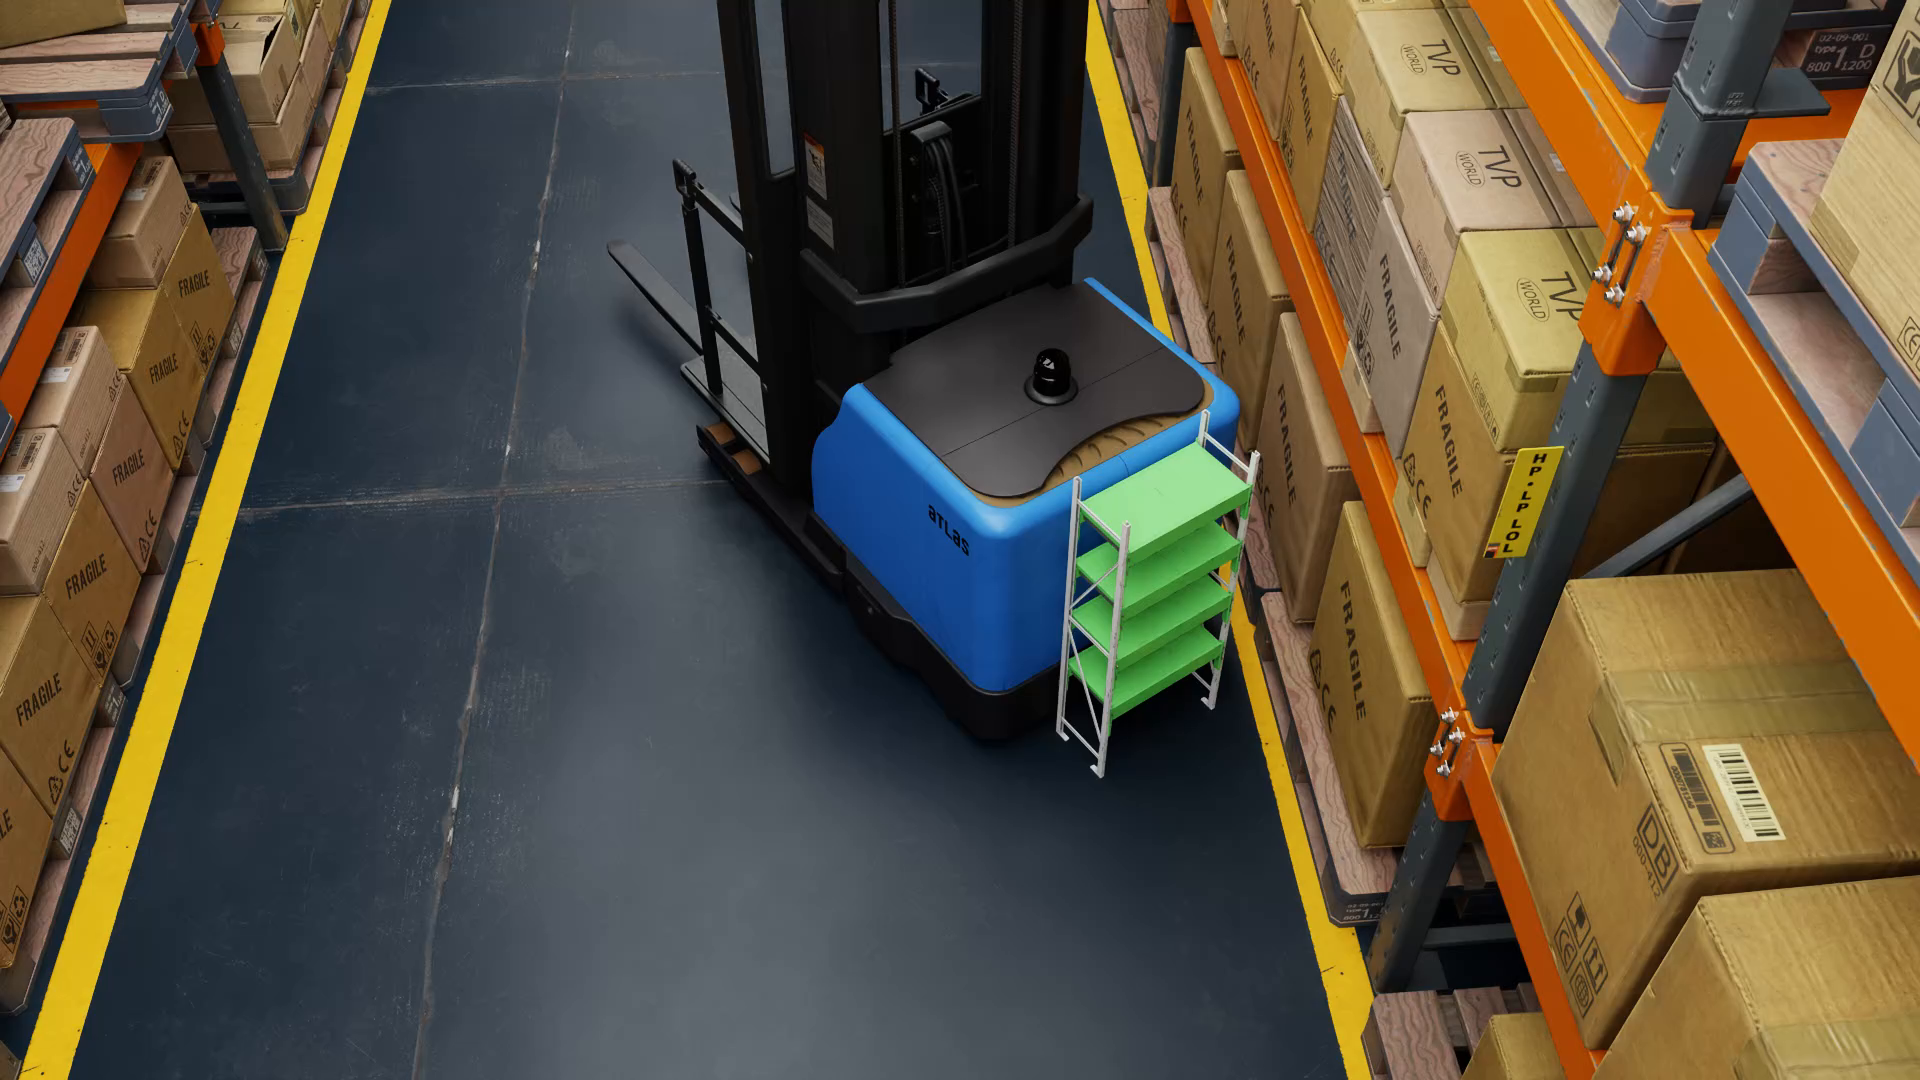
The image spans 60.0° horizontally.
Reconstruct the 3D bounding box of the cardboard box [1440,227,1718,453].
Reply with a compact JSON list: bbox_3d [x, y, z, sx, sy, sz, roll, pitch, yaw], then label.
[{"bbox_3d":[1.437,-0.468,3.824,0.500,0.250,0.500,-2,47,-2],"label":"cardboard box"}]

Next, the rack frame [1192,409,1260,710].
[{"bbox_3d":[0.797,0.096,5.333,0.015,1.200,0.240,-28,52,-24],"label":"rack frame"}]

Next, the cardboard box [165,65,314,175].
[{"bbox_3d":[-3.291,-1.931,7.617,0.500,0.250,0.500,-4,47,-3],"label":"cardboard box"}]

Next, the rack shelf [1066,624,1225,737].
[{"bbox_3d":[0.599,0.408,5.455,0.480,0.148,0.258,-28,52,-24],"label":"rack shelf"}]

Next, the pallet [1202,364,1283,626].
[{"bbox_3d":[1.486,-0.224,6.317,1.003,0.211,1.213,-3,47,-3],"label":"pallet"}]

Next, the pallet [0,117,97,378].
[{"bbox_3d":[-3.372,-0.862,5.133,1.003,0.211,1.213,-3,47,-3],"label":"pallet"}]

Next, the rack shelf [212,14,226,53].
[{"bbox_3d":[-3.707,-3.535,8.027,1.077,0.370,4.000,-3,47,-3],"label":"rack shelf"}]

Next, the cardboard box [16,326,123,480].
[{"bbox_3d":[-3.129,-0.442,5.505,0.500,0.250,0.500,-4,47,-4],"label":"cardboard box"}]

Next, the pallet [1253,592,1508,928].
[{"bbox_3d":[1.592,0.660,5.479,1.003,0.211,1.213,-3,47,-3],"label":"pallet"}]

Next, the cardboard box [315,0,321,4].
[{"bbox_3d":[-3.384,-2.872,8.123,0.500,0.311,0.500,-5,47,-4],"label":"cardboard box"}]

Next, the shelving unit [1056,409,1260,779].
[{"bbox_3d":[0.599,0.199,5.235,0.503,1.200,0.258,-28,52,-24],"label":"shelving unit"}]

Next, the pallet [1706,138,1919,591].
[{"bbox_3d":[1.789,-0.153,2.324,1.003,0.211,1.213,-3,47,-3],"label":"pallet"}]

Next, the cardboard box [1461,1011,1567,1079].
[{"bbox_3d":[1.692,1.518,4.179,0.700,0.500,0.500,-3,47,-3],"label":"cardboard box"}]

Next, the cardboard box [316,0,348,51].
[{"bbox_3d":[-3.383,-2.670,8.317,0.500,0.250,0.500,-5,47,-4],"label":"cardboard box"}]

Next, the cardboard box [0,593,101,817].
[{"bbox_3d":[-3.058,0.517,5.113,0.500,0.500,0.500,-3,47,-3],"label":"cardboard box"}]

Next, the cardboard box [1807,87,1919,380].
[{"bbox_3d":[1.526,-0.387,2.230,0.500,0.250,0.500,-4,47,-3],"label":"cardboard box"}]

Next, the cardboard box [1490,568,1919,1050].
[{"bbox_3d":[1.760,0.546,3.461,0.980,0.700,0.700,-3,47,-3],"label":"cardboard box"}]

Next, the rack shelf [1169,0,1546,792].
[{"bbox_3d":[1.564,-0.944,5.574,1.077,0.370,4.000,-3,47,-3],"label":"rack shelf"}]

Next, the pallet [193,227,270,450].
[{"bbox_3d":[-3.515,-0.834,6.894,1.003,0.211,1.213,-3,47,-3],"label":"pallet"}]

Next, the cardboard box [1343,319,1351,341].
[{"bbox_3d":[1.364,-0.632,4.942,0.380,0.149,0.250,-3,47,-3],"label":"cardboard box"}]

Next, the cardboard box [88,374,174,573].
[{"bbox_3d":[-3.134,-0.211,5.802,0.500,0.500,0.500,-5,47,-5],"label":"cardboard box"}]

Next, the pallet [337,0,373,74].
[{"bbox_3d":[-3.669,-2.855,8.808,1.003,0.211,1.213,-3,47,-3],"label":"pallet"}]

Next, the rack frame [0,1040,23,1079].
[{"bbox_3d":[-3.205,0.559,3.655,1.000,3.000,0.127,-3,47,-3],"label":"rack frame"}]

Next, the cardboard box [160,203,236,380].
[{"bbox_3d":[-3.227,-0.964,6.516,0.500,0.500,0.500,-2,47,-2],"label":"cardboard box"}]

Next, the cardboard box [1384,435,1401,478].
[{"bbox_3d":[1.399,-0.264,4.593,0.380,0.149,0.250,-2,47,-2],"label":"cardboard box"}]

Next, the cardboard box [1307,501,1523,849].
[{"bbox_3d":[1.547,0.388,5.008,0.750,0.750,0.750,-3,47,-3],"label":"cardboard box"}]

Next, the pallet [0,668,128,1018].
[{"bbox_3d":[-3.311,0.932,5.222,1.003,0.211,1.213,-3,47,-3],"label":"pallet"}]

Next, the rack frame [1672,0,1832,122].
[{"bbox_3d":[1.731,-1.808,1.764,1.000,3.000,0.127,-3,47,-3],"label":"rack frame"}]

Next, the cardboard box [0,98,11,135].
[{"bbox_3d":[-3.488,-1.392,5.144,0.700,0.500,0.500,4,47,4],"label":"cardboard box"}]

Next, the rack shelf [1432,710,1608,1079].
[{"bbox_3d":[1.899,1.950,2.833,1.077,0.370,4.000,-3,47,-3],"label":"rack shelf"}]

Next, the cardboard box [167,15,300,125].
[{"bbox_3d":[-3.291,-2.123,7.413,0.500,0.311,0.500,-2,47,-2],"label":"cardboard box"}]

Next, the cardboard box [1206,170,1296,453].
[{"bbox_3d":[1.394,-0.870,6.199,0.750,0.750,0.750,-4,47,-3],"label":"cardboard box"}]

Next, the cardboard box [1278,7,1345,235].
[{"bbox_3d":[1.308,-1.300,5.128,0.500,0.500,0.500,-2,47,-2],"label":"cardboard box"}]

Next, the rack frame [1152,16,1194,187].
[{"bbox_3d":[1.396,-2.639,6.683,1.000,3.000,0.127,-3,47,-3],"label":"rack frame"}]

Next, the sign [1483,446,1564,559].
[{"bbox_3d":[1.191,-0.076,3.513,0.100,0.325,0.005,-3,47,-3],"label":"sign"}]

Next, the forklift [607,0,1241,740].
[{"bbox_3d":[-0.367,-1.379,5.537,1.130,2.935,3.031,-28,52,-24],"label":"forklift"}]

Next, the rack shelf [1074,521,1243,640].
[{"bbox_3d":[0.599,0.078,5.107,0.480,0.148,0.258,-28,52,-24],"label":"rack shelf"}]

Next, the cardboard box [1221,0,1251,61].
[{"bbox_3d":[1.217,-2.036,5.825,0.500,0.500,0.500,-2,47,-2],"label":"cardboard box"}]

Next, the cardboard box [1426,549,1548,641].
[{"bbox_3d":[1.421,0.107,4.242,0.380,0.149,0.250,-3,47,-3],"label":"cardboard box"}]

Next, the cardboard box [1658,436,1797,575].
[{"bbox_3d":[1.944,-0.236,4.120,0.500,0.500,0.500,-5,47,-5],"label":"cardboard box"}]

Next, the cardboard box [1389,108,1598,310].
[{"bbox_3d":[1.404,-0.839,4.175,0.500,0.250,0.500,-3,47,-2],"label":"cardboard box"}]

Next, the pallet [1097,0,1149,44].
[{"bbox_3d":[1.233,-3.126,9.065,1.003,0.211,1.213,-3,47,-3],"label":"pallet"}]

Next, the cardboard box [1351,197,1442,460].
[{"bbox_3d":[1.389,-0.575,4.442,0.500,0.500,0.500,-3,47,-3],"label":"cardboard box"}]
